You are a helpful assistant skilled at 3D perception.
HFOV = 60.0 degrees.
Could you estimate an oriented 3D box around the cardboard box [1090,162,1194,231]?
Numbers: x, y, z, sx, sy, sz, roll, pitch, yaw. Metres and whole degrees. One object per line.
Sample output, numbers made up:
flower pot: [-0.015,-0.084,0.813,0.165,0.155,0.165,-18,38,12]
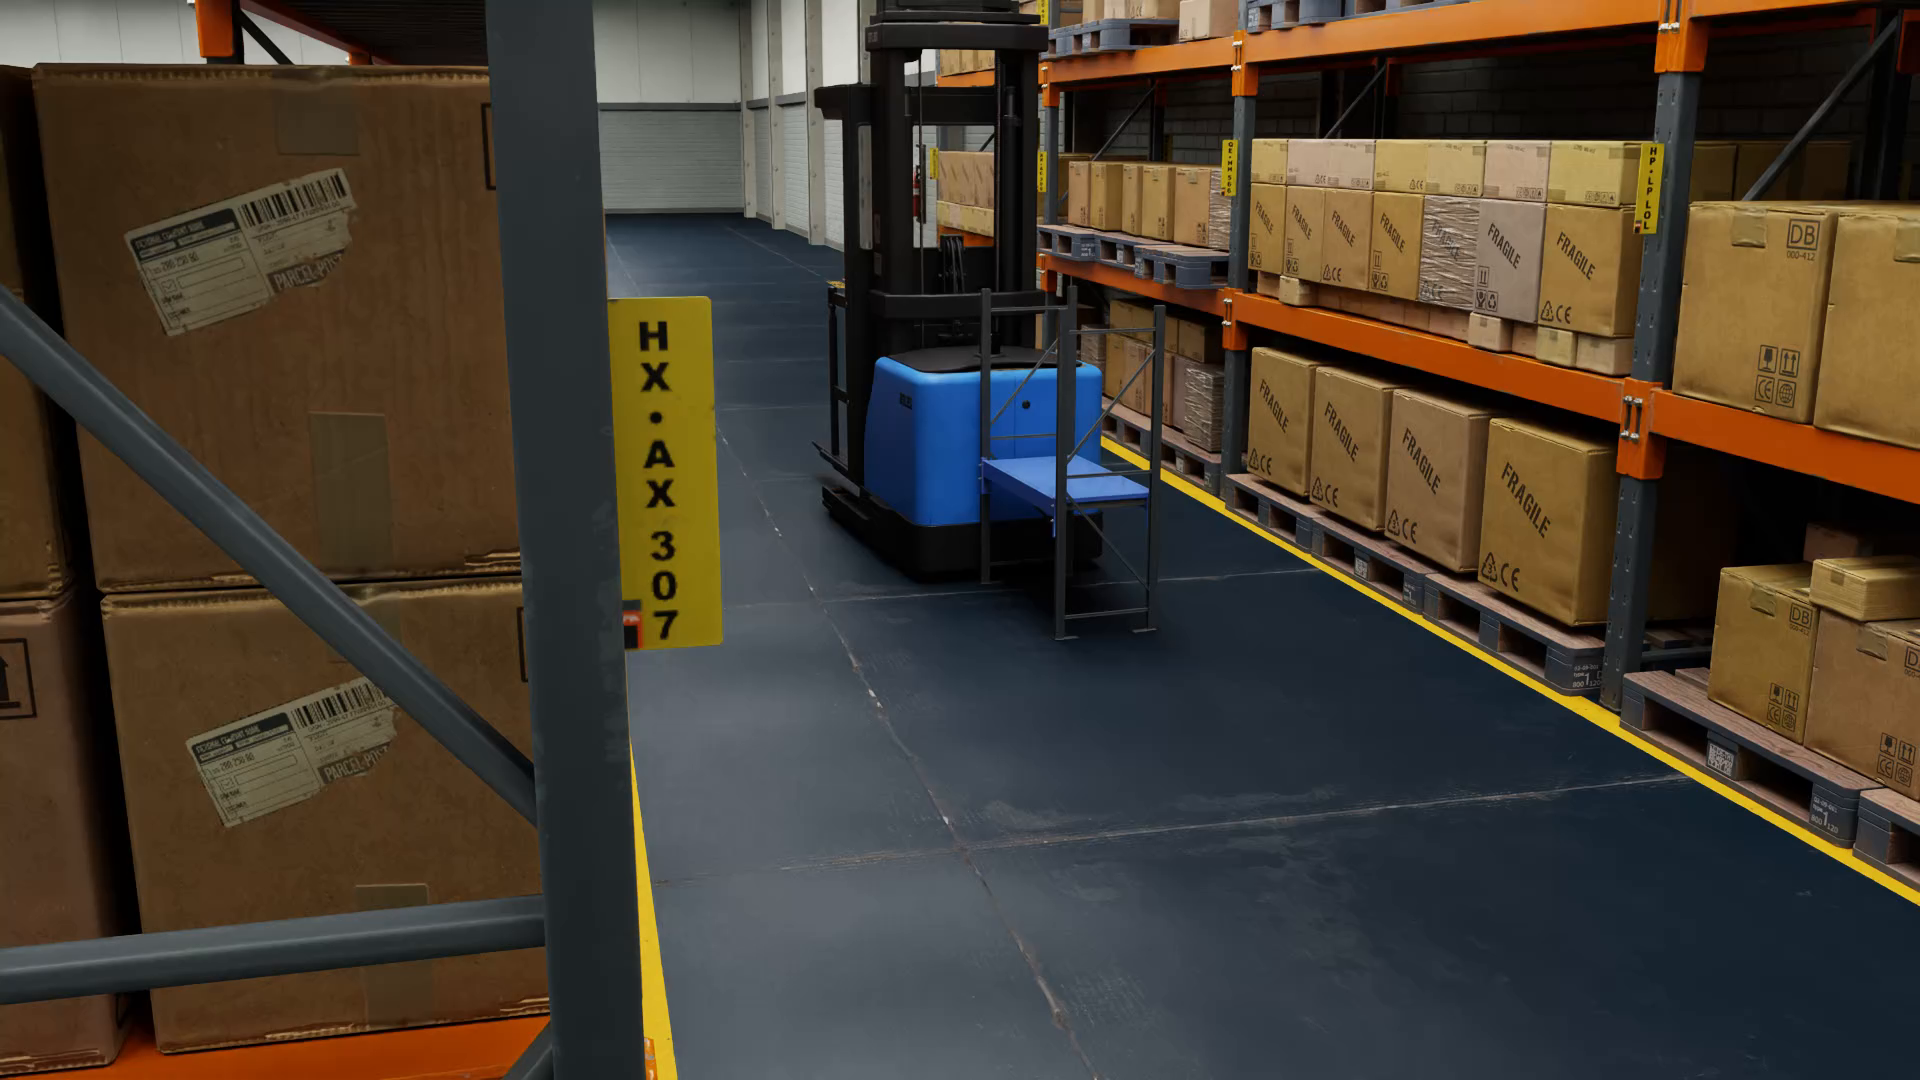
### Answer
cardboard box: [1.407,-2.666,12.880,0.700,0.500,0.500,-2,14,-7]

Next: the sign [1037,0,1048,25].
sign: [0.671,-4.328,13.413,0.100,0.325,0.005,-3,14,-13]

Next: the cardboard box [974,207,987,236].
cardboard box: [0.429,-3.028,15.773,0.500,0.250,0.500,-3,14,-13]

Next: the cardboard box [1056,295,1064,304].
cardboard box: [0.590,-2.106,16.067,0.700,0.500,0.500,-4,14,-17]

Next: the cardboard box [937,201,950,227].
cardboard box: [0.063,-3.381,17.221,0.500,0.250,0.500,-4,14,-15]

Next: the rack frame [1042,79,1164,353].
rack frame: [1.196,-2.652,13.961,1.000,3.000,0.127,-3,14,-13]

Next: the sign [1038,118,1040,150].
sign: [0.801,-4.317,17.671,0.100,0.325,0.005,-3,14,-13]

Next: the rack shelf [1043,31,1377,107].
rack shelf: [1.666,-3.298,11.802,1.077,0.370,4.000,-3,14,-13]

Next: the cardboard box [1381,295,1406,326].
cardboard box: [2.359,-1.175,8.402,0.380,0.149,0.250,-3,14,-13]

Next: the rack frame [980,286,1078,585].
rack frame: [0.344,-0.520,8.394,0.500,1.500,0.032,-5,14,-18]

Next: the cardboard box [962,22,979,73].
cardboard box: [0.310,-4.754,15.991,0.500,0.500,0.500,-3,14,-11]

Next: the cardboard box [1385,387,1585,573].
cardboard box: [2.585,-0.314,8.035,0.750,0.750,0.750,-3,14,-11]

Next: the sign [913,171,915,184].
sign: [-0.720,-5.568,25.824,0.001,0.329,0.234,-3,14,-13]

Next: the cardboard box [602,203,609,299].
cardboard box: [-1.633,-0.904,5.710,0.700,0.500,0.500,-9,16,-32]

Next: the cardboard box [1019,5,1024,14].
cardboard box: [0.731,-4.387,14.492,0.500,0.500,0.500,-5,14,-18]

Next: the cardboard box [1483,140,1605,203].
cardboard box: [2.606,-1.585,7.136,0.500,0.250,0.500,-3,14,-12]

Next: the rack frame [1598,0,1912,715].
rack frame: [3.075,-0.806,6.407,1.000,3.000,0.127,-3,14,-13]

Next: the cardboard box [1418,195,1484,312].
cardboard box: [2.483,-1.335,7.692,0.500,0.500,0.500,-3,14,-13]

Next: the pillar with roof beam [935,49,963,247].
pillar with roof beam: [-4.332,-7.520,21.246,9.100,9.000,0.400,-3,14,-13]

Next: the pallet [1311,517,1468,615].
pallet: [2.531,0.092,8.604,1.003,0.211,1.213,-3,14,-13]

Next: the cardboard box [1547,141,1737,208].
cardboard box: [2.717,-1.467,6.651,0.500,0.250,0.500,-3,14,-12]

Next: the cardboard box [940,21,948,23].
cardboard box: [0.111,-5.473,16.830,0.500,0.500,0.500,-4,14,-17]

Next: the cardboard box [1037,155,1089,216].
cardboard box: [0.785,-3.045,14.264,0.500,0.500,0.500,-3,14,-13]

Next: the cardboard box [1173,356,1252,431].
cardboard box: [1.908,-1.017,11.610,0.700,0.500,0.500,-3,14,-13]

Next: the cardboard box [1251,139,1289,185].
cardboard box: [1.999,-2.170,9.531,0.500,0.250,0.500,-3,14,-12]

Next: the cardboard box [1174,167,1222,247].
cardboard box: [1.858,-2.227,11.083,0.700,0.500,0.500,-5,14,-18]

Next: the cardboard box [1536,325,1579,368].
cardboard box: [2.638,-0.813,6.922,0.380,0.149,0.250,-3,14,-12]

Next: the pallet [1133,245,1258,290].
pallet: [1.865,-1.794,10.856,1.213,0.211,1.003,-3,14,-13]

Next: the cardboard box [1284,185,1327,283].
cardboard box: [2.115,-1.684,9.121,0.500,0.500,0.500,-3,14,-11]

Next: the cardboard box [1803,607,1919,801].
cardboard box: [3.266,0.498,5.450,0.700,0.500,0.500,-3,14,-14]

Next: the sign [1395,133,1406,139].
sign: [2.675,-2.323,10.177,0.100,0.325,0.005,-3,14,-13]

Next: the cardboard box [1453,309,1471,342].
cardboard box: [2.509,-0.993,7.659,0.380,0.149,0.250,-3,14,-13]

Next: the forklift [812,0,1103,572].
forklift: [-0.197,-1.564,9.653,1.130,2.935,3.031,-5,14,-18]

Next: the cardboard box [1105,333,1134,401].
cardboard box: [1.556,-1.366,13.038,0.700,0.500,0.500,-4,14,-14]

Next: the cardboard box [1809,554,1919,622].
cardboard box: [3.054,0.156,5.483,0.380,0.149,0.250,-3,14,-11]

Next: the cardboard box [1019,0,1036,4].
cardboard box: [0.815,-4.754,13.884,0.500,0.500,0.500,-5,14,-18]

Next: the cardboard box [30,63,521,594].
cardboard box: [-0.647,-0.258,1.845,0.500,0.500,0.500,-3,14,-11]

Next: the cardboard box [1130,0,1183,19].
cardboard box: [1.537,-3.947,11.845,0.500,0.500,0.500,-4,14,-15]

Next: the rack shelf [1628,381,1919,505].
rack shelf: [3.545,0.004,4.604,1.077,0.370,4.000,-3,14,-13]

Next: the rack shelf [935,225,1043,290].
rack shelf: [0.727,-2.764,15.935,1.077,0.370,4.000,-3,14,-13]

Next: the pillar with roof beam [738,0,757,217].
pillar with roof beam: [-9.968,-13.057,43.908,9.100,9.000,0.400,-3,14,-13]

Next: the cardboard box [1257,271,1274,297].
cardboard box: [1.988,-1.528,9.848,0.380,0.149,0.250,-3,14,-14]

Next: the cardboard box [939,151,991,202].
cardboard box: [0.077,-3.749,17.146,0.500,0.500,0.500,-3,14,-13]

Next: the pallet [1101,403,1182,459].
pallet: [1.671,-0.836,12.403,1.003,0.211,1.213,-3,14,-13]

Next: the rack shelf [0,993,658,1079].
rack shelf: [-1.269,0.281,3.471,1.077,0.370,4.000,-3,14,-13]

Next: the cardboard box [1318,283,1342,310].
cardboard box: [2.198,-1.352,9.129,0.380,0.149,0.250,-3,14,-14]

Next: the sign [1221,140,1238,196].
sign: [1.611,-2.221,9.924,0.100,0.325,0.005,-3,14,-13]

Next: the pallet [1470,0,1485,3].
pallet: [2.812,-2.379,6.929,0.805,0.209,1.217,-4,14,-15]

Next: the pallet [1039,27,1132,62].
pallet: [1.238,-3.869,13.020,1.213,0.211,1.003,-3,14,-13]

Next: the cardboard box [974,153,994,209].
cardboard box: [0.431,-3.396,15.703,0.500,0.500,0.500,-3,14,-11]

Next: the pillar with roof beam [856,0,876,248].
pillar with roof beam: [-5.741,-8.904,26.912,9.100,9.000,0.400,-3,14,-13]

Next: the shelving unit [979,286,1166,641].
shelving unit: [0.505,-0.405,7.925,0.538,1.500,1.048,-5,14,-18]

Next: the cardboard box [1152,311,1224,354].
cardboard box: [1.717,-1.509,12.045,0.500,0.250,0.500,-3,14,-13]
